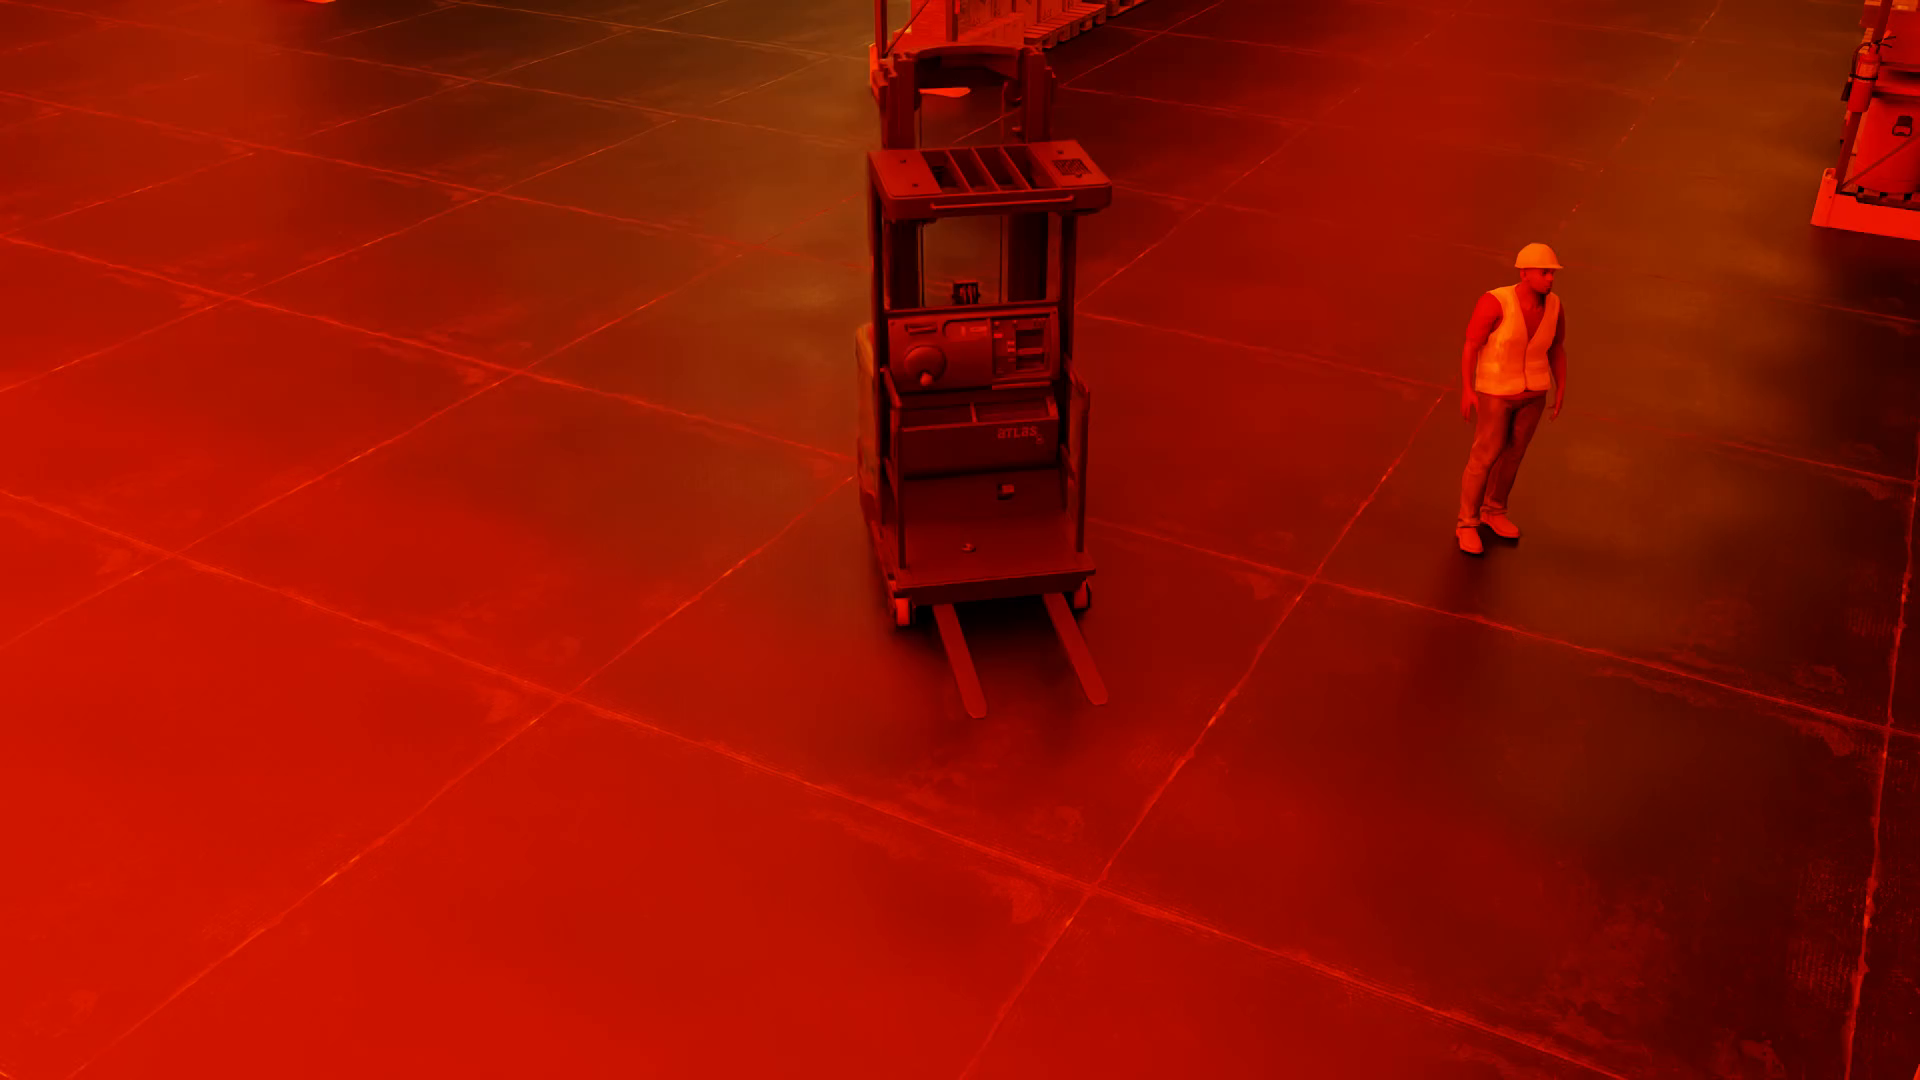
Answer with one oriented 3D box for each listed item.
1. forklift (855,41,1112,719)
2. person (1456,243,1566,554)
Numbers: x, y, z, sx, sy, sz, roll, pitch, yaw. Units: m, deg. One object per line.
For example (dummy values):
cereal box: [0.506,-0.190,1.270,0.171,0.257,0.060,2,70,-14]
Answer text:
forklift: [0.120,-0.986,8.779,1.130,2.935,3.031,-5,30,-9]
person: [3.243,-0.831,9.662,0.666,1.765,0.578,-7,31,-11]
